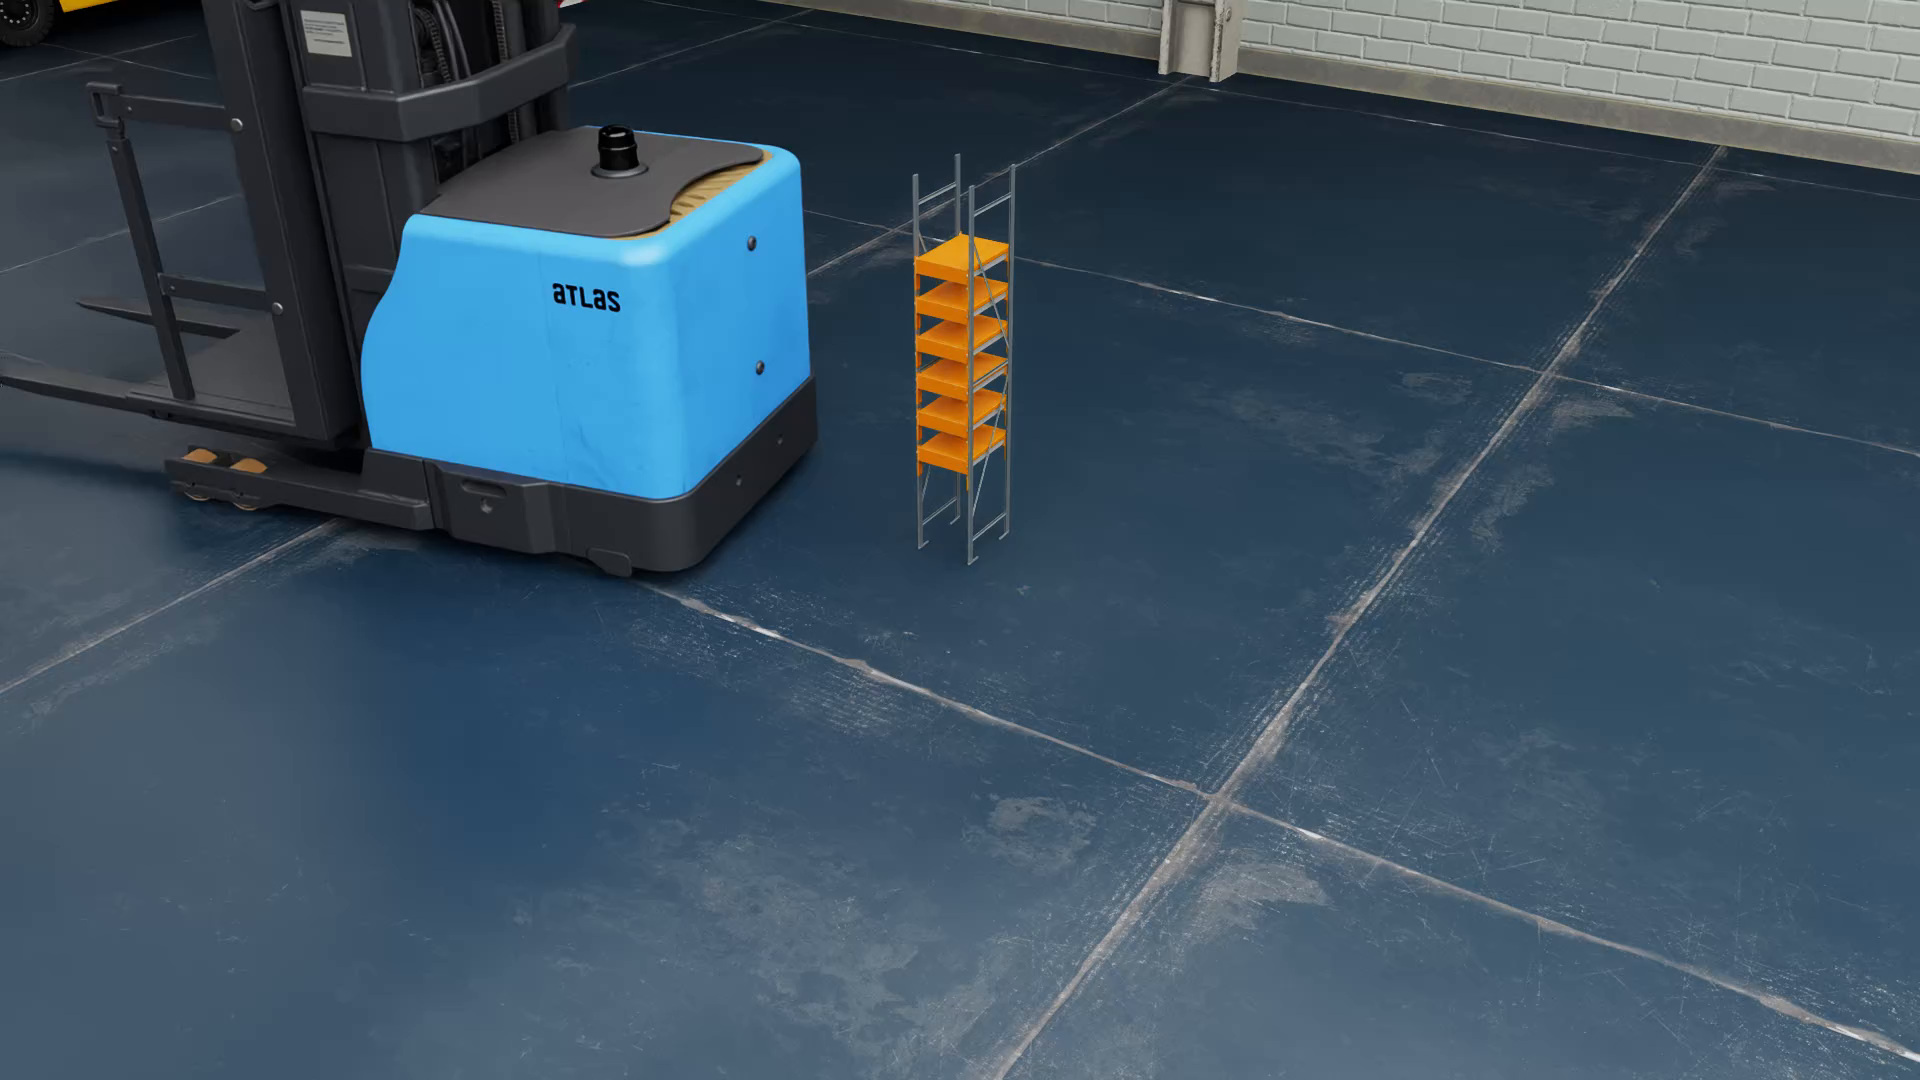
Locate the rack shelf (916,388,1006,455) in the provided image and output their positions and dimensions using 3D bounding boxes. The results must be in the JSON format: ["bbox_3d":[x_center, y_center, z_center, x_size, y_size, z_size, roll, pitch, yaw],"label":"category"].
[{"bbox_3d":[0.012,-0.372,5.024,0.180,0.103,0.258,18,35,27],"label":"rack shelf"}]

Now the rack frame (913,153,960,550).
[{"bbox_3d":[-0.065,-0.539,4.983,0.006,1.200,0.240,18,35,27],"label":"rack frame"}]

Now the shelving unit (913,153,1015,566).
[{"bbox_3d":[0.012,-0.514,4.941,0.189,1.200,0.258,18,35,27],"label":"shelving unit"}]

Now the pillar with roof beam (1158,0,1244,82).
[{"bbox_3d":[-0.836,-4.903,4.724,0.400,9.000,9.100,18,35,27],"label":"pillar with roof beam"}]

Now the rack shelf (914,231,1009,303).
[{"bbox_3d":[0.012,-0.787,4.782,0.180,0.103,0.258,18,35,27],"label":"rack shelf"}]

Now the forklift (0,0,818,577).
[{"bbox_3d":[-2.061,-1.599,5.082,3.031,2.935,1.130,10,32,17],"label":"forklift"}]

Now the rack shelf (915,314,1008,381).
[{"bbox_3d":[0.012,-0.580,4.903,0.180,0.103,0.258,18,35,27],"label":"rack shelf"}]

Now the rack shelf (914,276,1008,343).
[{"bbox_3d":[0.012,-0.683,4.842,0.180,0.103,0.258,18,35,27],"label":"rack shelf"}]

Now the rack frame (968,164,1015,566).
[{"bbox_3d":[0.090,-0.490,4.899,0.006,1.200,0.240,18,35,27],"label":"rack frame"}]

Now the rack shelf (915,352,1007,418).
[{"bbox_3d":[0.012,-0.476,4.963,0.180,0.103,0.258,18,35,27],"label":"rack shelf"}]

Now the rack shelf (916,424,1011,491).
[{"bbox_3d":[0.012,-0.269,5.084,0.180,0.103,0.258,18,35,27],"label":"rack shelf"}]
